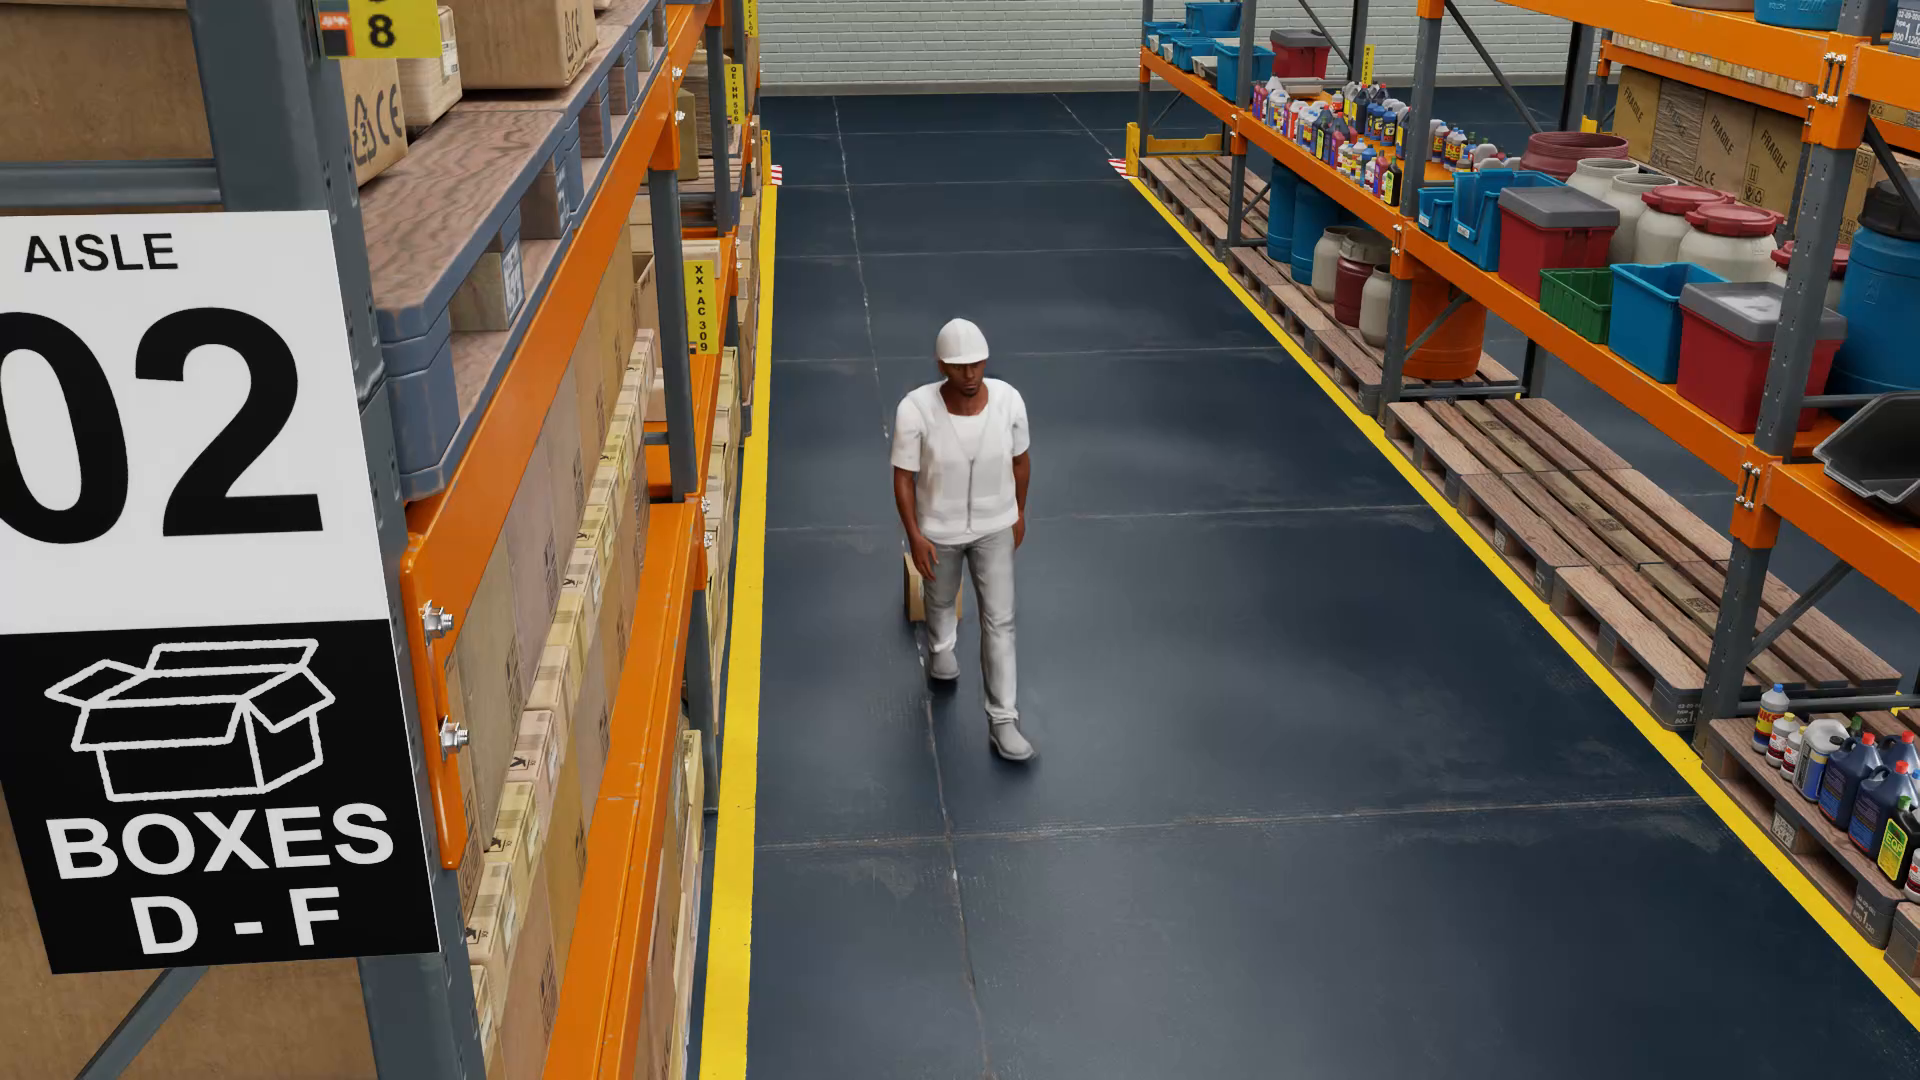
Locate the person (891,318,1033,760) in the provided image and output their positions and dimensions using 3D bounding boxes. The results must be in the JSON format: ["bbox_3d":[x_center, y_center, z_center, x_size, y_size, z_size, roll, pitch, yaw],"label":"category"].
[{"bbox_3d":[0.016,-0.058,6.699,0.577,1.712,1.027,-3,24,-6],"label":"person"}]
